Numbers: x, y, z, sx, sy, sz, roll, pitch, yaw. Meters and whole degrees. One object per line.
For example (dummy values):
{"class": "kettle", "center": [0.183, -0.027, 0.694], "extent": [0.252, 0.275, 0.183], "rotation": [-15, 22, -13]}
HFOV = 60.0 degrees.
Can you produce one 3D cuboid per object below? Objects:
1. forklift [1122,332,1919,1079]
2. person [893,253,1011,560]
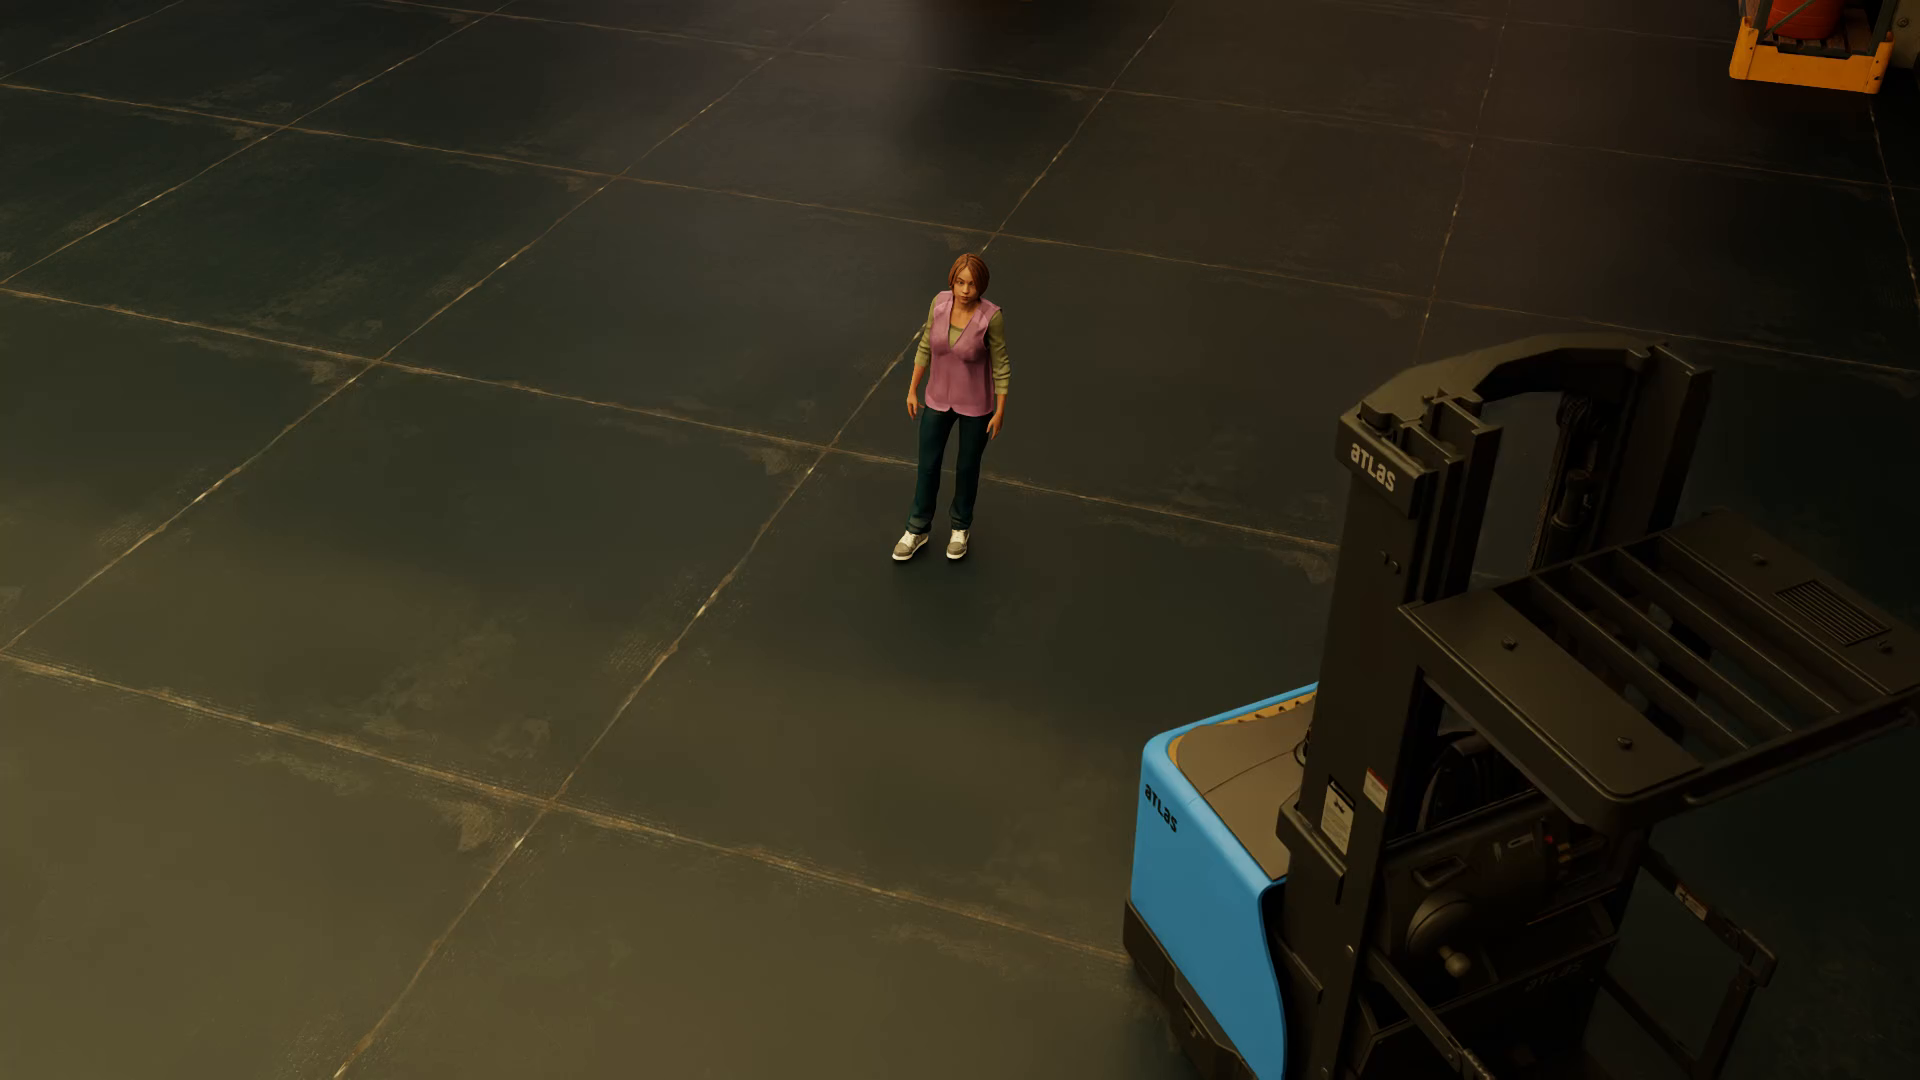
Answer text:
{"class": "forklift", "center": [1.699, 1.031, 4.657], "extent": [1.130, 2.935, 3.031], "rotation": [-15, 38, -20]}
{"class": "person", "center": [-0.038, -0.620, 8.126], "extent": [0.520, 1.597, 0.476], "rotation": [12, 37, 16]}
